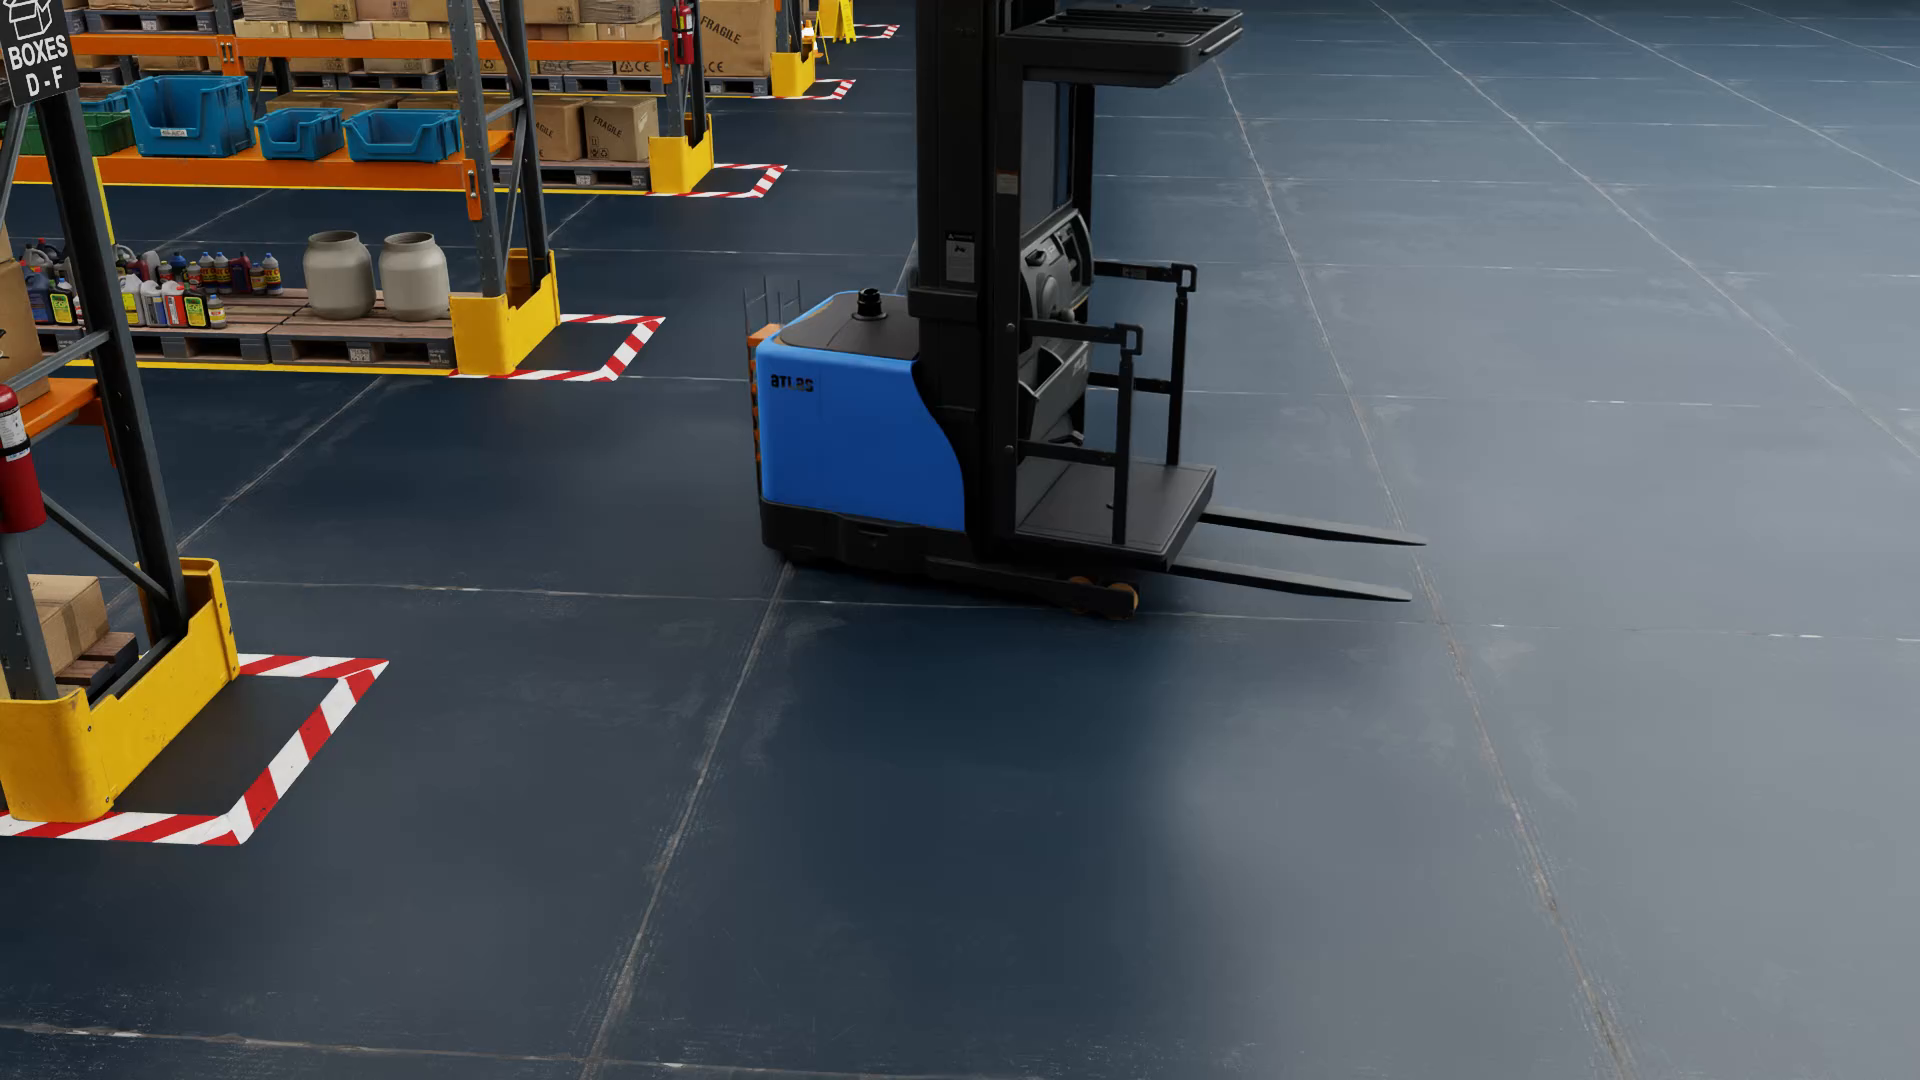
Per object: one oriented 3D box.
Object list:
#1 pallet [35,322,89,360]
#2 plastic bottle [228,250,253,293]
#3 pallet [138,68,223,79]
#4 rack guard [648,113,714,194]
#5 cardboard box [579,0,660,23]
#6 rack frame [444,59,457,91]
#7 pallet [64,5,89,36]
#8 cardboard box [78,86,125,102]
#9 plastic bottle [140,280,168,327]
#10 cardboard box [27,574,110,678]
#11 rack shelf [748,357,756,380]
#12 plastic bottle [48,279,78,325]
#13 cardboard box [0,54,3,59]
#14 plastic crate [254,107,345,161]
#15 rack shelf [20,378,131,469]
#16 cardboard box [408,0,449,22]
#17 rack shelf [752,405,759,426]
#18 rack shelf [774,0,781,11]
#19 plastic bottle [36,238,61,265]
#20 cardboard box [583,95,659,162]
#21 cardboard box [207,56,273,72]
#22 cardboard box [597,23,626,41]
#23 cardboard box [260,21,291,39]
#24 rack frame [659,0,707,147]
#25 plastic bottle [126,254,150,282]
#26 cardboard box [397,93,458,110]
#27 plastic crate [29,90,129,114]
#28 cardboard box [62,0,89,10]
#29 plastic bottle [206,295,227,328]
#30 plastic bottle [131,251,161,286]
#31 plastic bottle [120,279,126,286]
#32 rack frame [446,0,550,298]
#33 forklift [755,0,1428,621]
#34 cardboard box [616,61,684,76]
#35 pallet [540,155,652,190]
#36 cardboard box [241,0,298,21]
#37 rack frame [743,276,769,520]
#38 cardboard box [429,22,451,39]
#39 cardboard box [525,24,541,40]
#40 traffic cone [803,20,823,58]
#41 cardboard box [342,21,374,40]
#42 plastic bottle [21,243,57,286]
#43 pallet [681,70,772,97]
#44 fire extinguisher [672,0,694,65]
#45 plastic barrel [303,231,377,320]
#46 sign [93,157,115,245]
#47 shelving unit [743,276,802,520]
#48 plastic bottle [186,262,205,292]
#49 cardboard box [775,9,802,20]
[{"bbox_3d":[-6.197,-1.479,11.150,1.213,0.211,1.003,2,25,4],"label":"pallet"},{"bbox_3d":[-4.883,-1.825,11.290,0.133,0.283,0.061,2,25,5],"label":"plastic bottle"},{"bbox_3d":[-9.212,-5.717,20.361,1.213,0.211,1.003,2,25,4],"label":"pallet"},{"bbox_3d":[-2.572,-3.588,15.387,0.348,0.500,1.175,2,25,4],"label":"rack guard"},{"bbox_3d":[-3.042,-4.930,14.840,0.500,0.500,0.875,2,25,4],"label":"cardboard box"},{"bbox_3d":[-6.004,-6.913,19.623,0.127,3.000,1.000,2,25,4],"label":"rack frame"},{"bbox_3d":[-8.496,-4.843,15.356,1.213,0.211,1.003,2,25,4],"label":"pallet"},{"bbox_3d":[-8.127,-3.982,15.719,0.500,0.500,0.700,0,25,-1],"label":"cardboard box"},{"bbox_3d":[-5.128,-1.519,10.633,0.135,0.276,0.152,1,25,3],"label":"plastic bottle"},{"bbox_3d":[-3.776,0.356,6.613,0.500,0.250,0.500,2,25,4],"label":"cardboard box"},{"bbox_3d":[-0.897,-0.862,8.155,0.180,0.103,0.258,8,26,19],"label":"rack shelf"},{"bbox_3d":[-5.741,-1.523,10.633,0.133,0.283,0.061,3,25,6],"label":"plastic bottle"},{"bbox_3d":[-11.714,-6.036,20.207,0.500,0.500,0.500,1,25,2],"label":"cardboard box"},{"bbox_3d":[-4.044,-2.503,10.219,0.408,0.251,0.499,2,25,4],"label":"plastic crate"},{"bbox_3d":[-5.252,-0.329,6.177,4.000,0.370,1.077,2,25,4],"label":"rack shelf"},{"bbox_3d":[-4.543,-4.951,14.885,0.500,0.500,0.875,2,25,4],"label":"cardboard box"},{"bbox_3d":[-0.892,-0.644,8.254,0.180,0.103,0.258,8,26,19],"label":"rack shelf"},{"bbox_3d":[-4.010,-6.522,19.635,4.000,0.370,1.077,2,25,4],"label":"rack shelf"},{"bbox_3d":[-6.199,-1.880,11.330,0.185,0.351,0.144,1,25,3],"label":"plastic bottle"},{"bbox_3d":[-3.117,-3.803,15.353,0.500,0.500,0.500,6,25,14],"label":"cardboard box"},{"bbox_3d":[-8.520,-6.126,20.103,0.750,0.750,1.050,2,25,5],"label":"cardboard box"},{"bbox_3d":[-3.045,-4.538,14.763,0.250,0.149,0.380,2,25,4],"label":"cardboard box"},{"bbox_3d":[-6.045,-4.589,14.874,0.250,0.149,0.380,2,25,4],"label":"cardboard box"},{"bbox_3d":[-2.496,-4.721,14.860,0.127,3.000,1.000,2,25,4],"label":"rack frame"},{"bbox_3d":[-5.532,-1.782,11.197,0.133,0.283,0.061,2,25,4],"label":"plastic bottle"},{"bbox_3d":[-4.892,-3.872,15.504,0.500,0.500,0.500,0,25,-1],"label":"cardboard box"},{"bbox_3d":[-5.739,-2.795,10.852,0.616,0.251,0.499,2,25,4],"label":"plastic crate"},{"bbox_3d":[-8.220,-5.103,15.065,0.637,0.503,0.797,4,25,9],"label":"cardboard box"},{"bbox_3d":[-4.740,-1.461,10.597,0.097,0.201,0.097,0,25,0],"label":"plastic bottle"},{"bbox_3d":[-5.524,-1.823,11.295,0.135,0.276,0.152,2,25,5],"label":"plastic bottle"},{"bbox_3d":[-5.492,-1.591,10.790,0.135,0.276,0.152,2,25,4],"label":"plastic bottle"},{"bbox_3d":[-2.875,-2.656,10.373,0.127,3.000,1.000,2,25,4],"label":"rack frame"},{"bbox_3d":[0.621,-1.222,7.338,3.031,2.935,1.130,9,26,18],"label":"forklift"},{"bbox_3d":[-3.574,-6.032,19.748,0.875,0.875,0.875,1,25,3],"label":"cardboard box"},{"bbox_3d":[-3.379,-3.497,15.536,1.213,0.211,1.003,2,25,4],"label":"pallet"},{"bbox_3d":[-6.040,-4.989,14.967,0.500,0.500,0.875,2,25,4],"label":"cardboard box"},{"bbox_3d":[-0.979,-0.696,8.265,0.006,1.200,0.240,8,26,19],"label":"rack frame"},{"bbox_3d":[-4.544,-4.571,14.835,0.250,0.149,0.380,2,25,4],"label":"cardboard box"},{"bbox_3d":[-3.793,-4.564,14.820,0.250,0.149,0.380,2,25,4],"label":"cardboard box"},{"bbox_3d":[-2.011,-6.701,22.199,0.334,0.463,0.336,2,25,4],"label":"traffic cone"},{"bbox_3d":[-5.297,-4.563,14.818,0.250,0.149,0.380,2,25,4],"label":"cardboard box"},{"bbox_3d":[-6.210,-1.820,11.199,0.185,0.351,0.144,2,25,4],"label":"plastic bottle"},{"bbox_3d":[-2.819,-5.511,19.913,1.213,0.211,1.003,2,25,4],"label":"pallet"},{"bbox_3d":[-2.417,-4.490,14.450,0.183,0.674,0.296,2,25,4],"label":"fire extinguisher"},{"bbox_3d":[-4.037,-1.722,10.817,0.421,0.512,0.421,0,25,0],"label":"plastic barrel"},{"bbox_3d":[-3.210,-1.252,6.192,0.005,0.325,0.100,2,25,4],"label":"sign"},{"bbox_3d":[-0.893,-0.684,8.236,0.189,1.200,0.258,8,26,19],"label":"shelving unit"},{"bbox_3d":[-5.199,-1.790,11.312,0.097,0.201,0.097,0,25,0],"label":"plastic bottle"},{"bbox_3d":[-2.588,-7.707,24.137,0.500,0.250,0.500,2,25,4],"label":"cardboard box"}]
